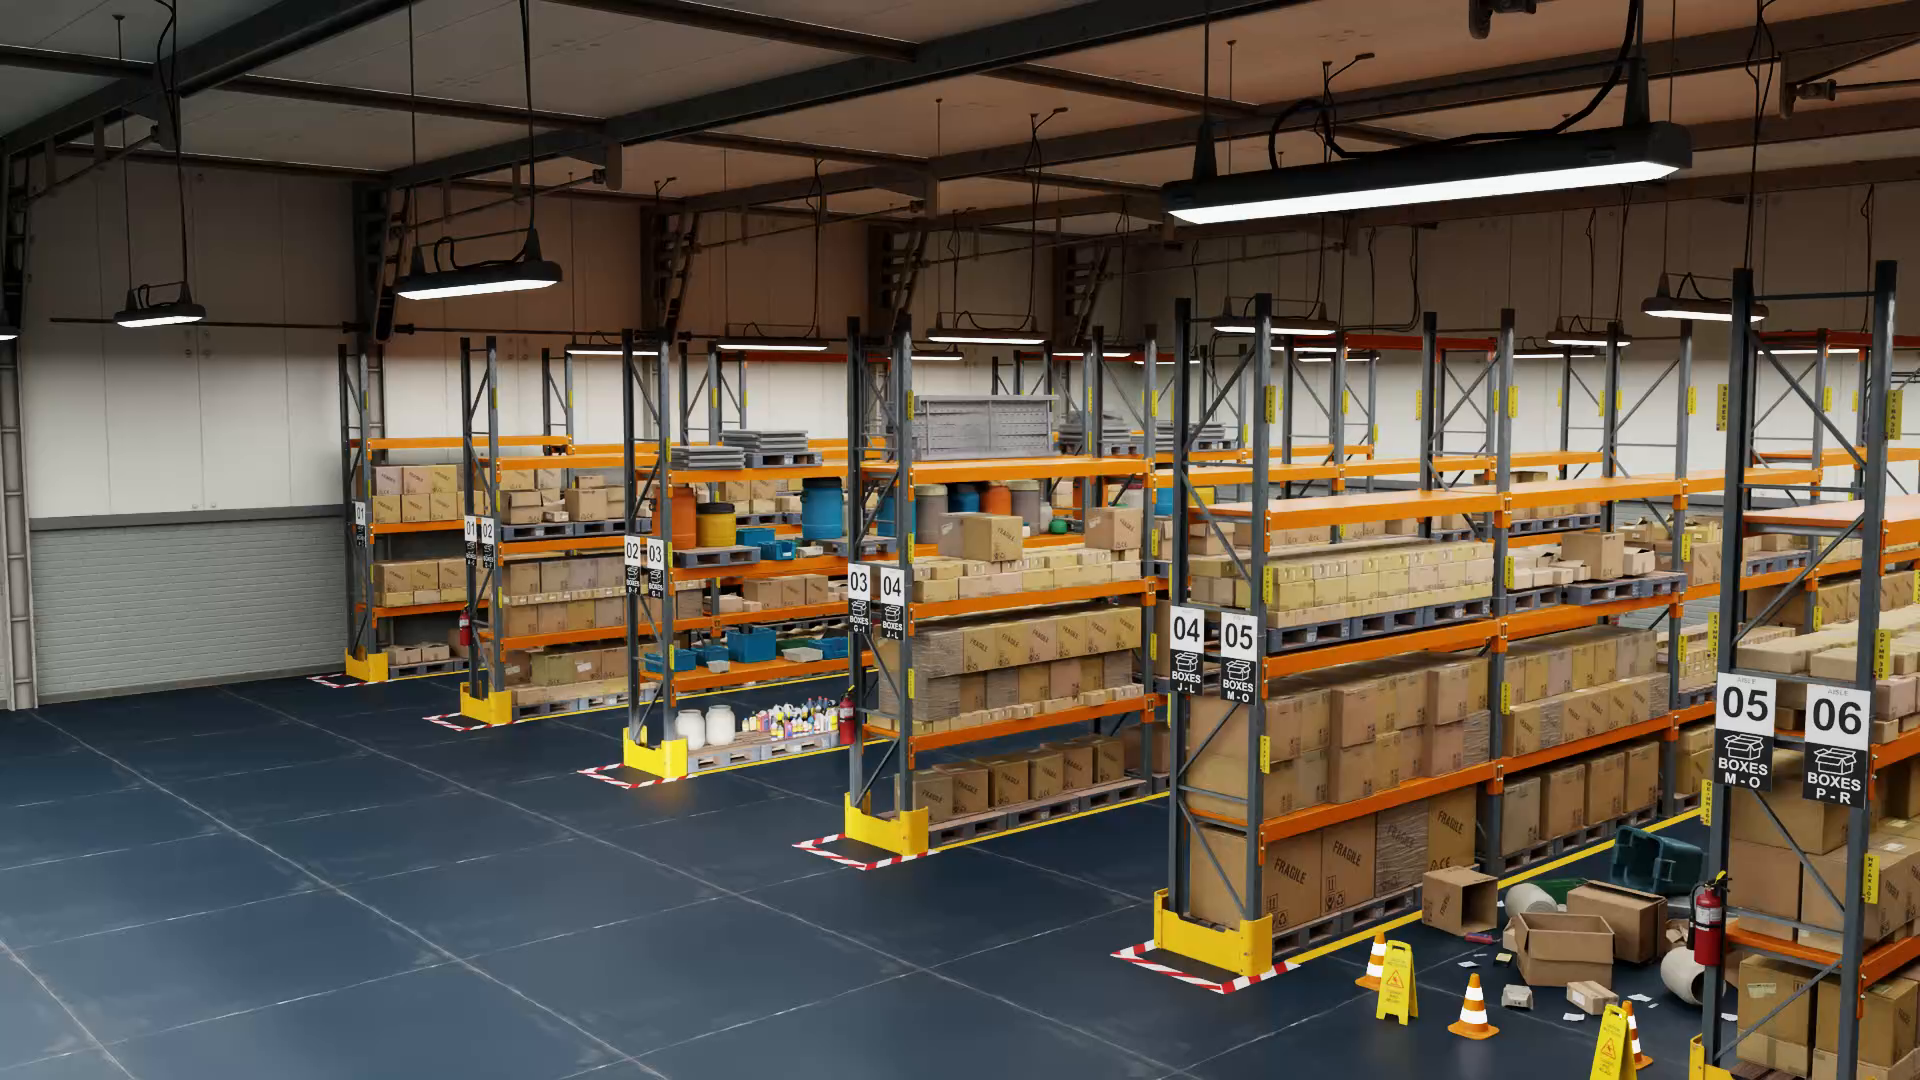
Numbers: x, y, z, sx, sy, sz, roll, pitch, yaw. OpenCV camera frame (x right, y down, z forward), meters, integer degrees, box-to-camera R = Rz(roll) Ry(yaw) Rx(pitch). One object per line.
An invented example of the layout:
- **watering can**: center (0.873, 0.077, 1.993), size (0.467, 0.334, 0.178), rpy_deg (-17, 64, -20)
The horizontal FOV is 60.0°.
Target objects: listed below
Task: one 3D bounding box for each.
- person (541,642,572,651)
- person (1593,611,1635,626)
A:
- **person**: center (-7.129, 1.675, 29.500), size (0.626, 1.825, 0.864), rpy_deg (2, 6, 23)
- **person**: center (11.802, 1.569, 30.225), size (0.625, 1.746, 1.064), rpy_deg (-1, 5, -11)
